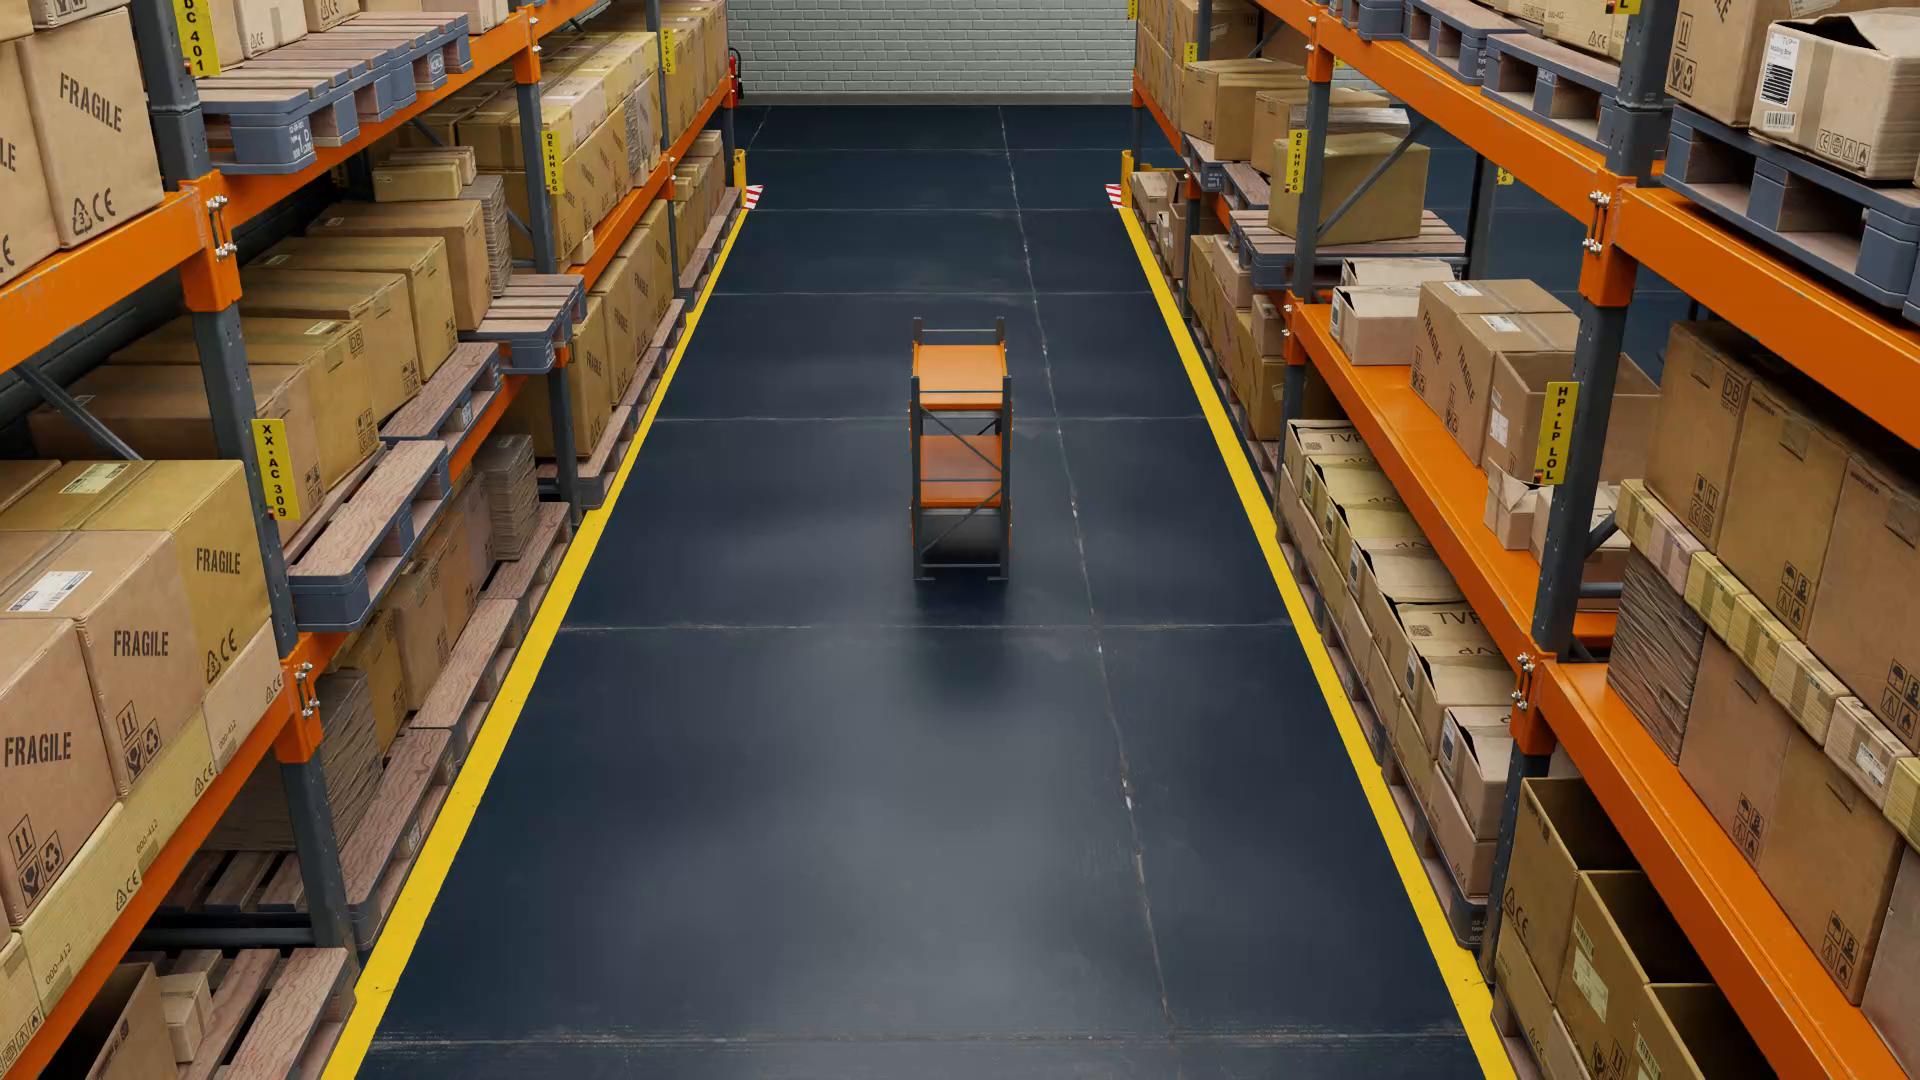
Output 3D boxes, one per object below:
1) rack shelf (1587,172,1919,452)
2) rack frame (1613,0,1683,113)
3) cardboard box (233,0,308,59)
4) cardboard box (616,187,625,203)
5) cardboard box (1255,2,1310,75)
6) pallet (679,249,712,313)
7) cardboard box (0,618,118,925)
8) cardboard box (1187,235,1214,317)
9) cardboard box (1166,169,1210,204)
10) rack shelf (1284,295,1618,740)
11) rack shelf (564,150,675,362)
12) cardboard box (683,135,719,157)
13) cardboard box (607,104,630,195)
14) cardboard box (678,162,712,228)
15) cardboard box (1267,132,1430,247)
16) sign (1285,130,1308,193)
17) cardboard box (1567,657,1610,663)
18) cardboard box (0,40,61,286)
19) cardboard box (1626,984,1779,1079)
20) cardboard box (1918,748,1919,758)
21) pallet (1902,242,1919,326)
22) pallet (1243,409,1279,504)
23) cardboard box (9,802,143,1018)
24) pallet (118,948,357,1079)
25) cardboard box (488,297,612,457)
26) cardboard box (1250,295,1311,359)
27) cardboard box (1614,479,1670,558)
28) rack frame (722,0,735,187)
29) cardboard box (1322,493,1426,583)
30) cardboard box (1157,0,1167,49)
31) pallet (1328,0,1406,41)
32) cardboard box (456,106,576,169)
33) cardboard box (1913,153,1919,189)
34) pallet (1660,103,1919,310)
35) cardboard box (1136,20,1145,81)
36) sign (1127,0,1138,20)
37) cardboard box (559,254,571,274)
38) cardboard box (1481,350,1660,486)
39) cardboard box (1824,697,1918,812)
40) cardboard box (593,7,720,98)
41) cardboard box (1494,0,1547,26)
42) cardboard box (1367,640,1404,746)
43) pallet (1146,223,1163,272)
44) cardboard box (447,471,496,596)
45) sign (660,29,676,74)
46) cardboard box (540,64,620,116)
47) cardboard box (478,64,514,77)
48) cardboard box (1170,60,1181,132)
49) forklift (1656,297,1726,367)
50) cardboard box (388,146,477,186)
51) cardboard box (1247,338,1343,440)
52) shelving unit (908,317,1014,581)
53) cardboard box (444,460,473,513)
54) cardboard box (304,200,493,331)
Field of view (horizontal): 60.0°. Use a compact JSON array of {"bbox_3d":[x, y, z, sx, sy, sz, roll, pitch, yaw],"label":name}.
[{"bbox_3d":[2.362,-0.050,2.953,1.077,0.370,4.000,0,24,-1],"label":"rack shelf"},{"bbox_3d":[2.340,-2.568,4.009,1.000,3.000,0.127,0,24,-1],"label":"rack frame"},{"bbox_3d":[-2.546,-1.808,5.566,0.500,0.311,0.500,1,24,1],"label":"cardboard box"},{"bbox_3d":[-2.444,-2.341,11.066,0.380,0.149,0.250,-1,24,-2],"label":"cardboard box"},{"bbox_3d":[2.529,-3.828,12.739,0.500,0.500,0.500,0,24,1],"label":"cardboard box"},{"bbox_3d":[-2.631,-2.151,13.749,1.003,0.211,1.213,0,24,-1],"label":"pallet"},{"bbox_3d":[-2.293,0.513,3.723,0.500,0.500,0.500,-1,24,-2],"label":"cardboard box"},{"bbox_3d":[2.014,-1.993,12.515,0.500,0.500,0.500,-1,24,-3],"label":"cardboard box"},{"bbox_3d":[2.227,-2.969,14.669,0.797,0.503,0.637,0,24,-1],"label":"cardboard box"},{"bbox_3d":[2.318,-0.331,7.216,1.077,0.370,4.000,0,24,-1],"label":"rack shelf"},{"bbox_3d":[-2.679,-1.956,10.807,1.077,0.370,4.000,0,24,-1],"label":"rack shelf"},{"bbox_3d":[-2.450,-3.658,15.436,0.380,0.149,0.250,0,24,1],"label":"cardboard box"},{"bbox_3d":[-2.421,-2.486,10.600,0.500,0.500,0.500,0,24,1],"label":"cardboard box"},{"bbox_3d":[-2.625,-3.107,15.003,0.700,0.500,0.500,-1,24,-2],"label":"cardboard box"},{"bbox_3d":[2.177,-1.979,9.355,0.700,0.500,0.500,-9,26,-18],"label":"cardboard box"},{"bbox_3d":[1.754,-1.968,8.653,0.100,0.325,0.005,0,24,-1],"label":"sign"},{"bbox_3d":[2.584,0.593,6.445,0.500,0.311,0.500,-1,24,-1],"label":"cardboard box"},{"bbox_3d":[-2.368,-0.817,3.631,0.500,0.500,0.500,-2,24,-5],"label":"cardboard box"},{"bbox_3d":[2.043,1.489,4.234,0.500,0.500,0.500,0,24,-1],"label":"cardboard box"},{"bbox_3d":[2.367,0.332,3.181,0.700,0.500,0.500,0,24,-1],"label":"cardboard box"},{"bbox_3d":[2.385,-0.309,2.760,1.003,0.211,1.213,0,24,-1],"label":"pallet"},{"bbox_3d":[2.326,-0.520,10.145,1.003,0.211,1.213,0,24,-1],"label":"pallet"},{"bbox_3d":[-2.287,0.854,3.879,0.500,0.250,0.500,0,24,-1],"label":"cardboard box"},{"bbox_3d":[-2.571,1.736,5.156,1.003,0.211,1.213,0,24,-1],"label":"pallet"},{"bbox_3d":[-2.534,-0.975,9.865,0.750,0.750,0.750,-1,24,-1],"label":"cardboard box"},{"bbox_3d":[2.046,-1.294,10.060,0.500,0.250,0.500,1,24,1],"label":"cardboard box"},{"bbox_3d":[2.149,-0.064,4.844,0.380,0.149,0.250,0,24,-1],"label":"cardboard box"},{"bbox_3d":[-2.744,-4.756,16.126,1.000,3.000,0.127,0,24,-1],"label":"rack frame"},{"bbox_3d":[2.026,-0.034,7.831,0.500,0.311,0.500,-1,24,-2],"label":"cardboard box"},{"bbox_3d":[1.970,-4.466,14.150,0.500,0.500,0.500,0,24,-1],"label":"cardboard box"},{"bbox_3d":[2.393,-2.485,7.693,1.213,0.211,1.003,1,24,2],"label":"pallet"},{"bbox_3d":[-2.405,-2.191,9.039,0.500,0.250,0.500,0,24,1],"label":"cardboard box"},{"bbox_3d":[2.232,-0.825,2.989,0.797,0.503,0.637,2,24,5],"label":"cardboard box"},{"bbox_3d":[2.375,-0.810,3.868,1.003,0.211,1.213,0,24,-1],"label":"pallet"},{"bbox_3d":[1.950,-4.641,15.751,0.500,0.500,0.500,0,24,1],"label":"cardboard box"},{"bbox_3d":[1.666,-5.172,15.994,0.100,0.325,0.005,0,24,-1],"label":"sign"},{"bbox_3d":[-2.423,-1.595,9.416,0.380,0.149,0.250,0,24,0],"label":"cardboard box"},{"bbox_3d":[2.342,-0.414,6.404,0.500,0.500,0.500,1,24,3],"label":"cardboard box"},{"bbox_3d":[2.167,0.467,3.670,0.380,0.149,0.250,-1,24,-2],"label":"cardboard box"},{"bbox_3d":[-2.710,-4.383,14.936,0.980,0.700,0.700,0,24,-1],"label":"cardboard box"},{"bbox_3d":[2.380,-2.113,6.314,0.500,0.250,0.500,-2,24,-5],"label":"cardboard box"},{"bbox_3d":[2.036,0.638,7.027,0.500,0.250,0.500,0,24,1],"label":"cardboard box"},{"bbox_3d":[2.230,-2.648,14.849,1.003,0.211,1.213,0,24,-1],"label":"pallet"},{"bbox_3d":[-2.708,-0.012,8.135,0.700,0.500,0.500,0,24,-1],"label":"cardboard box"},{"bbox_3d":[-2.158,-3.606,12.273,0.100,0.325,0.005,0,24,-1],"label":"sign"},{"bbox_3d":[-2.432,-2.817,10.423,0.500,0.250,0.500,-1,24,-2],"label":"cardboard box"},{"bbox_3d":[-2.932,-2.812,10.410,0.500,0.250,0.500,-1,24,-2],"label":"cardboard box"},{"bbox_3d":[1.983,-3.594,13.436,0.500,0.500,0.500,0,24,1],"label":"cardboard box"},{"bbox_3d":[4.987,-1.828,9.736,1.130,2.935,3.031,4,25,8],"label":"forklift"},{"bbox_3d":[-2.623,-1.859,8.278,0.380,0.149,0.250,-3,25,-7],"label":"cardboard box"},{"bbox_3d":[2.051,-0.929,10.164,0.500,0.500,0.500,1,24,2],"label":"cardboard box"},{"bbox_3d":[0.000,-0.515,9.024,0.538,1.125,1.048,0,24,-1],"label":"shelving unit"},{"bbox_3d":[-2.654,-0.331,7.931,0.500,0.250,0.500,0,24,0],"label":"cardboard box"},{"bbox_3d":[-2.609,-1.282,7.789,0.700,0.500,0.500,-3,24,-6],"label":"cardboard box"}]
